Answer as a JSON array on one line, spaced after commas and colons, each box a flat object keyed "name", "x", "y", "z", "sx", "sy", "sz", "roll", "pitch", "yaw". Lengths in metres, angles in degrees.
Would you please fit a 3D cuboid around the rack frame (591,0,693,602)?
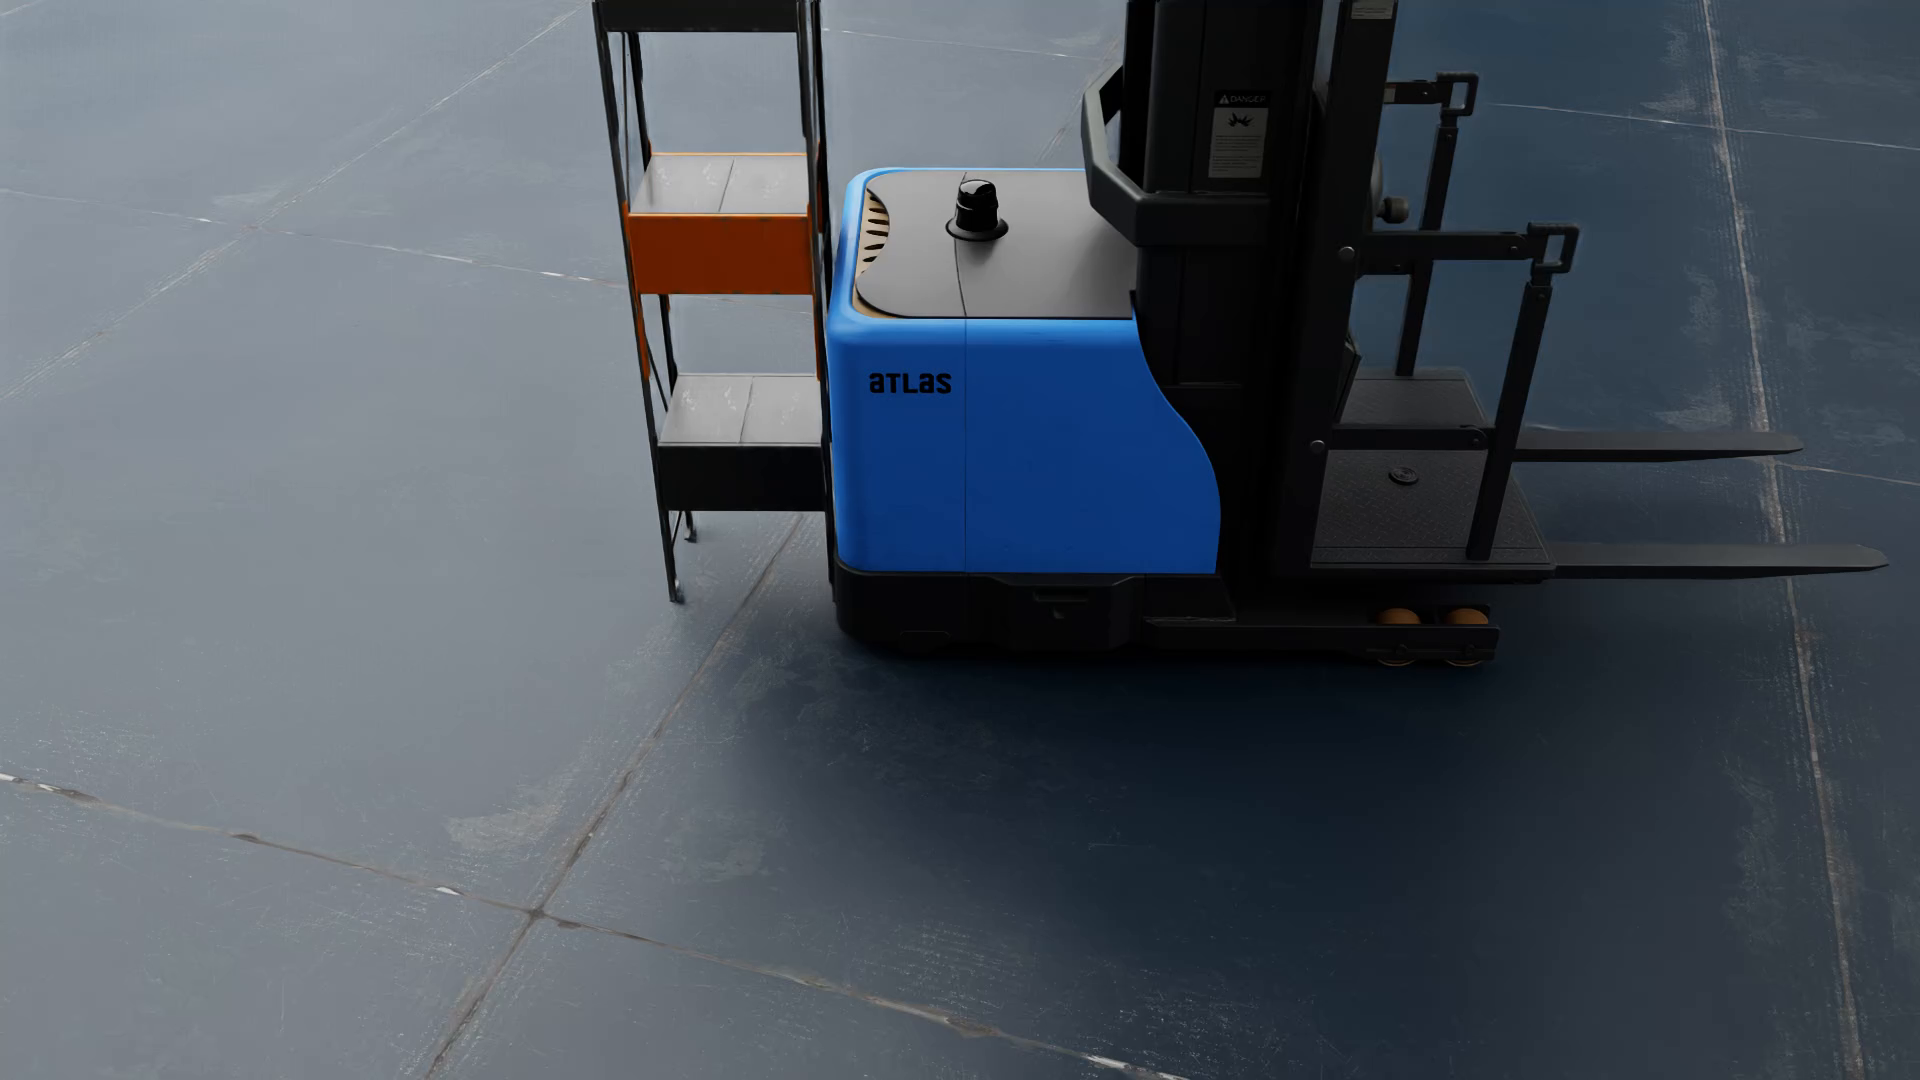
[{"name": "rack frame", "x": -0.862, "y": -0.777, "z": 4.535, "sx": 0.015, "sy": 2.100, "sz": 0.400, "roll": 0, "pitch": 36, "yaw": 0}]

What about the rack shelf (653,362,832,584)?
[{"name": "rack shelf", "x": -0.618, "y": -0.202, "z": 4.956, "sx": 0.480, "sy": 0.518, "sz": 0.431, "roll": 0, "pitch": 36, "yaw": 0}]

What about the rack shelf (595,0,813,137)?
[{"name": "rack shelf", "x": -0.618, "y": -1.329, "z": 4.126, "sx": 0.480, "sy": 0.518, "sz": 0.431, "roll": 0, "pitch": 36, "yaw": 0}]

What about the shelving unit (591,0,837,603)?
[{"name": "shelving unit", "x": -0.618, "y": -0.776, "z": 4.533, "sx": 0.503, "sy": 2.100, "sz": 0.431, "roll": 0, "pitch": 36, "yaw": 0}]

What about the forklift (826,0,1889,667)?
[{"name": "forklift", "x": 1.163, "y": -1.137, "z": 4.322, "sx": 3.031, "sy": 2.935, "sz": 1.130, "roll": 0, "pitch": 36, "yaw": 0}]

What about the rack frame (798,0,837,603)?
[{"name": "rack frame", "x": -0.374, "y": -0.775, "z": 4.532, "sx": 0.015, "sy": 2.100, "sz": 0.400, "roll": 0, "pitch": 36, "yaw": 0}]

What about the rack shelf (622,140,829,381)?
[{"name": "rack shelf", "x": -0.618, "y": -0.765, "z": 4.541, "sx": 0.480, "sy": 0.518, "sz": 0.431, "roll": 0, "pitch": 36, "yaw": 0}]
